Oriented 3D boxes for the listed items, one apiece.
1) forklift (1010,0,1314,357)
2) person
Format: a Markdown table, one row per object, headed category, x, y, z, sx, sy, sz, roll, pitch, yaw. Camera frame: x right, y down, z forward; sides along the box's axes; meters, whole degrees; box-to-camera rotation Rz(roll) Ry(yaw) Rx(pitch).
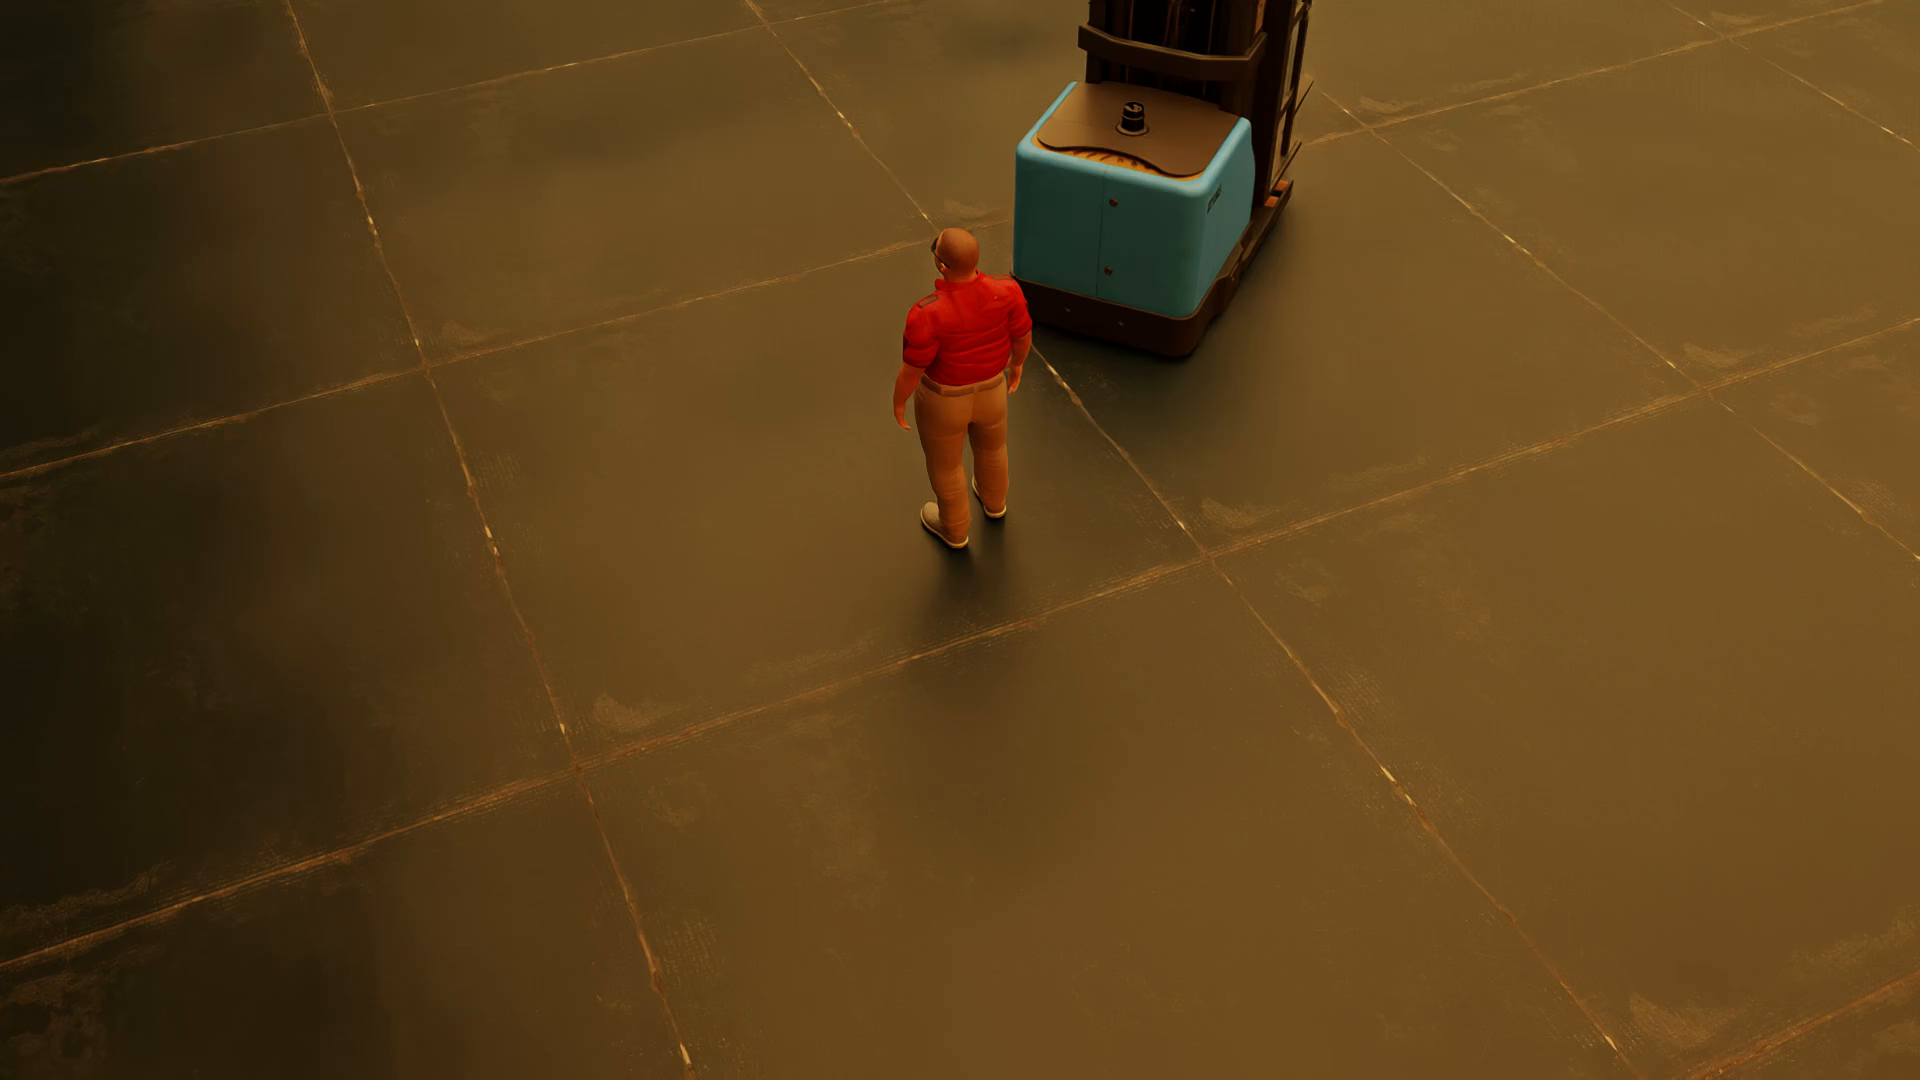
| category | x | y | z | sx | sy | sz | roll | pitch | yaw |
| --- | --- | --- | --- | --- | --- | --- | --- | --- | --- |
| forklift | 1.339 | -3.048 | 8.946 | 1.130 | 2.935 | 3.031 | 17 | 46 | 18 |
| person | -0.027 | -0.696 | 7.297 | 0.642 | 1.727 | 0.550 | -18 | 46 | -18 |
